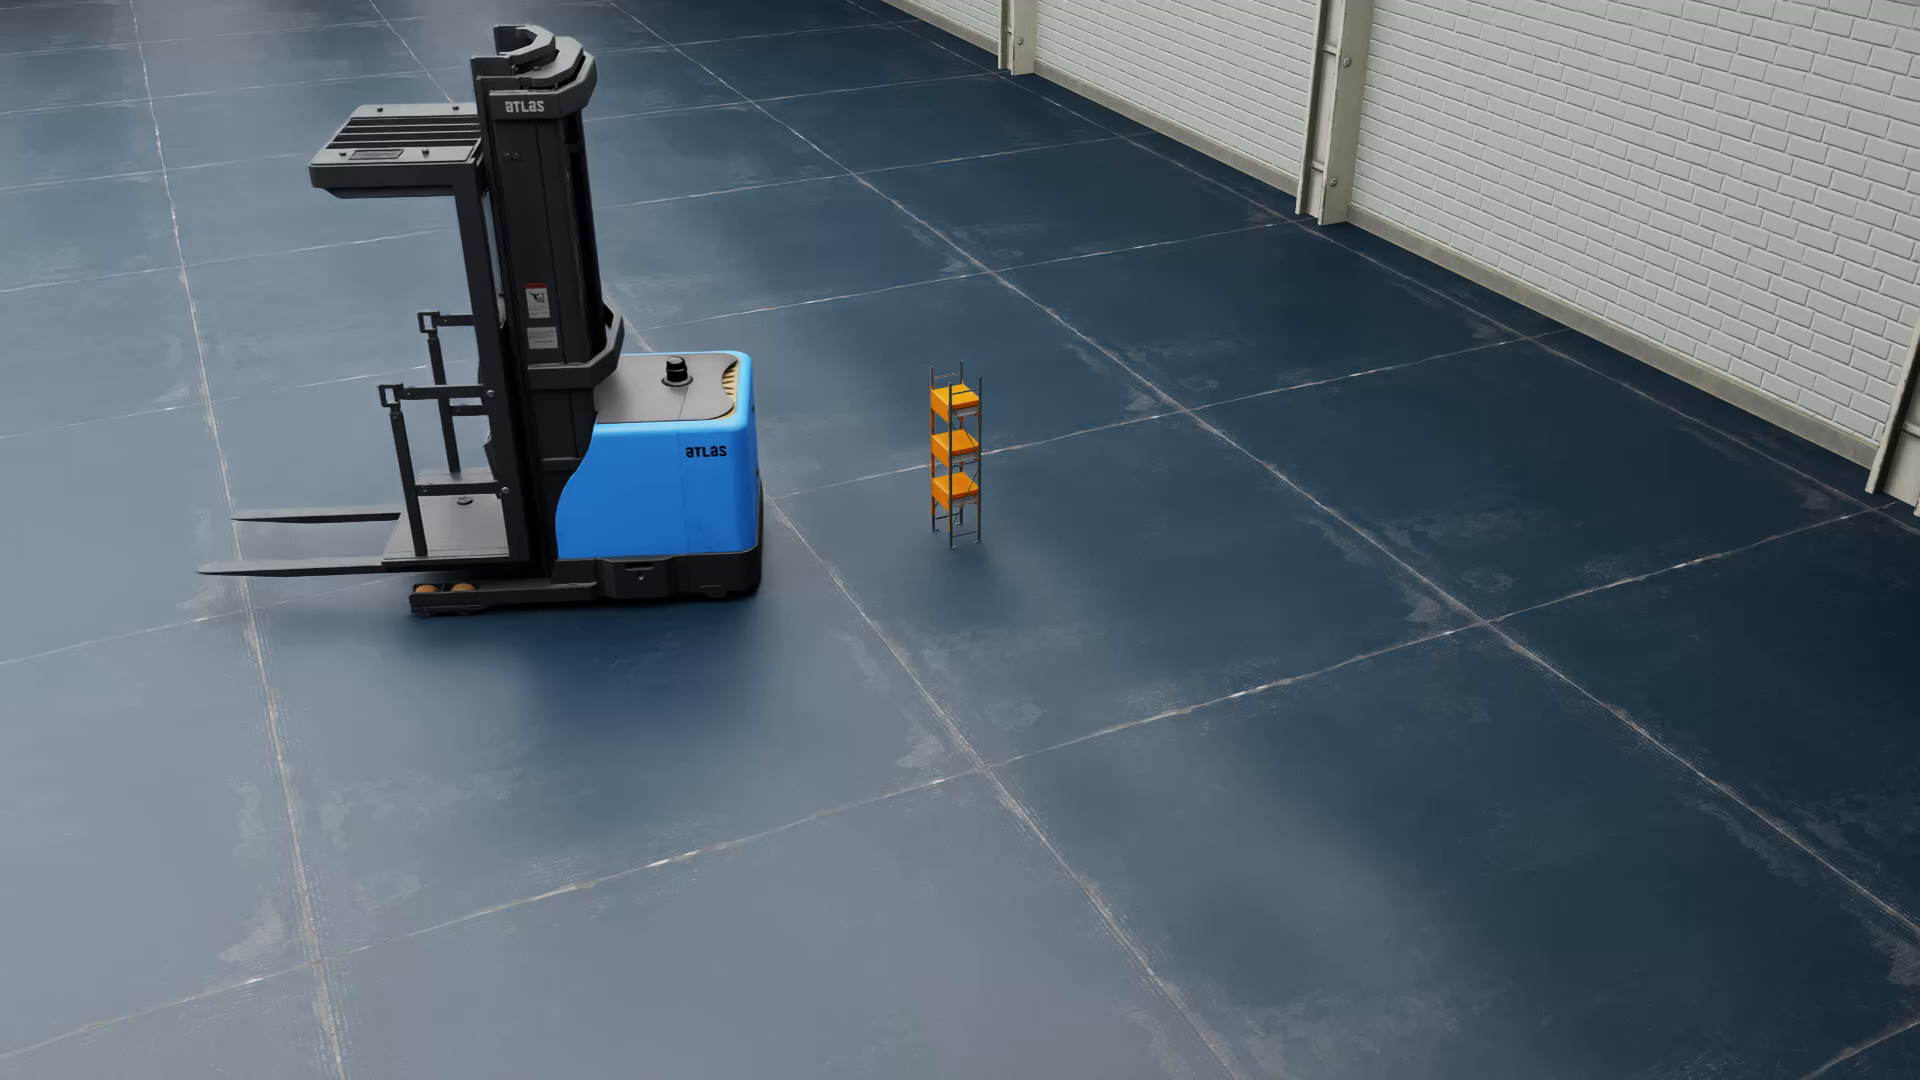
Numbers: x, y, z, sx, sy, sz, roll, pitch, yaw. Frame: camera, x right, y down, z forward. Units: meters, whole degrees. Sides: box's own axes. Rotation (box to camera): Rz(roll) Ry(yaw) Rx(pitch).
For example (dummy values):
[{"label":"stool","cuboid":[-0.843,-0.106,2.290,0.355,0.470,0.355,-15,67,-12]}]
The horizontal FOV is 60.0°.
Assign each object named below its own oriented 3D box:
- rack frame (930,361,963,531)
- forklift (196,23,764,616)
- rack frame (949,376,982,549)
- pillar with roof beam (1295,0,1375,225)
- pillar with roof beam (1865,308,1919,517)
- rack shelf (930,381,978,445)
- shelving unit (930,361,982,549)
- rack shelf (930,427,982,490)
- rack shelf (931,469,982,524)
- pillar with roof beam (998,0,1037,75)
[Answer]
[{"label":"rack frame","cuboid":[-0.075,-0.535,9.631,0.200,1.050,0.008,-13,32,-22]},{"label":"forklift","cuboid":[-2.648,-1.136,8.779,3.031,2.935,1.130,-2,29,-4]},{"label":"rack frame","cuboid":[0.029,-0.428,9.439,0.200,1.050,0.008,-13,32,-22]},{"label":"pillar with roof beam","cuboid":[-0.637,-5.926,11.117,9.100,9.000,0.400,-13,32,-22]},{"label":"pillar with roof beam","cuboid":[1.939,-3.275,6.390,9.100,9.000,0.400,-13,32,-22]},{"label":"rack shelf","cuboid":[-0.023,-0.720,9.402,0.215,0.259,0.240,-13,32,-22]},{"label":"shelving unit","cuboid":[-0.023,-0.482,9.535,0.215,1.050,0.252,-13,32,-22]},{"label":"rack shelf","cuboid":[-0.023,-0.472,9.541,0.215,0.259,0.240,-13,32,-22]},{"label":"rack shelf","cuboid":[-0.023,-0.230,9.676,0.215,0.259,0.240,-13,32,-22]},{"label":"pillar with roof beam","cuboid":[-3.213,-8.576,15.843,9.100,9.000,0.400,-13,32,-22]}]
